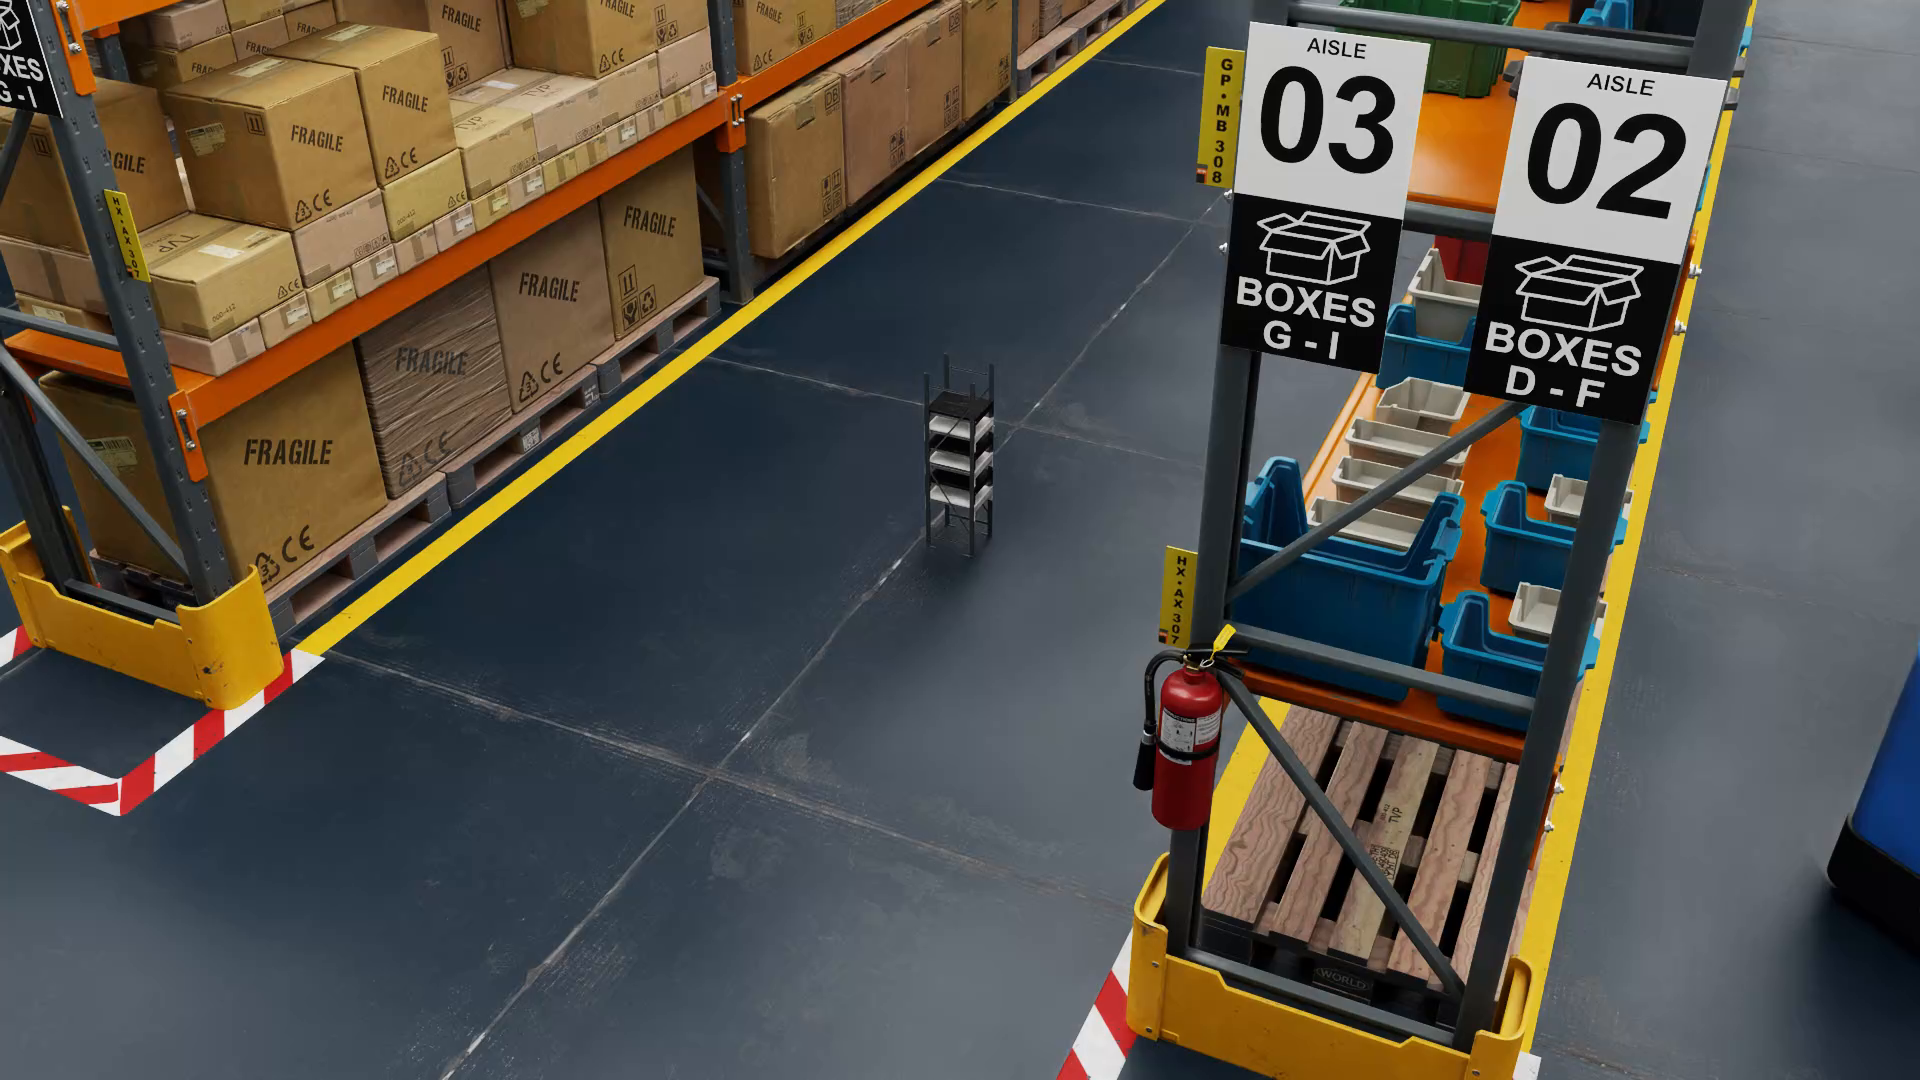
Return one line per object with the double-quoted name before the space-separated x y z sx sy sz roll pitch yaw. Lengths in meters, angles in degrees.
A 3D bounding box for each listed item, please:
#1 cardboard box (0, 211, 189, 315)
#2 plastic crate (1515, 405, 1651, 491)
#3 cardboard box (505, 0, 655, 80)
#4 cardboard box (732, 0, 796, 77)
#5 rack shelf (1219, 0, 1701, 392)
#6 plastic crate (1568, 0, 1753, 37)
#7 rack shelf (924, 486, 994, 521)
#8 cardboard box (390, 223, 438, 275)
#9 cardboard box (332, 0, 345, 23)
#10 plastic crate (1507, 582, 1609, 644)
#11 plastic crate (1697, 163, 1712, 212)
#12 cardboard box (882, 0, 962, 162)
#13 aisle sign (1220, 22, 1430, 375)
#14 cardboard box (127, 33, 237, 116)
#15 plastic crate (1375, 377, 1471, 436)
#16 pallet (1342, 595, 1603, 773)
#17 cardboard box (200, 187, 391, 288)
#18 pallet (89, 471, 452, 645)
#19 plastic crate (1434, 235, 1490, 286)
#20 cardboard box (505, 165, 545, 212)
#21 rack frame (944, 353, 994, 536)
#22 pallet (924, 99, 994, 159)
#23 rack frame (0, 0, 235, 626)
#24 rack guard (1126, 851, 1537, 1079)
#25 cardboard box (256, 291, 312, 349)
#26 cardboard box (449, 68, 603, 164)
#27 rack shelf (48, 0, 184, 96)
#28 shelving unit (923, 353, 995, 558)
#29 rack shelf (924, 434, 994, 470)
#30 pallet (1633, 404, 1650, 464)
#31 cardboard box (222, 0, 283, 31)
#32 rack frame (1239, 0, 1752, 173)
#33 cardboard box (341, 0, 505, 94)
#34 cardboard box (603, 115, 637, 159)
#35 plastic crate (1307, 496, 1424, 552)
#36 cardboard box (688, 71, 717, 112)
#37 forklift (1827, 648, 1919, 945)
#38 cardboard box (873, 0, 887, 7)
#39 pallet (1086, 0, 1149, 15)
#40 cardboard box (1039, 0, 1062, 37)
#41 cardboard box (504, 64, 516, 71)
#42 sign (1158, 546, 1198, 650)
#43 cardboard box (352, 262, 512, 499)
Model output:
"cardboard box" -3.421 -1.150 6.633 0.500 0.250 0.500 14 36 20
"plastic crate" 2.069 -0.308 5.582 0.416 0.233 0.300 14 36 20
"cardboard box" -1.872 -2.614 8.183 0.500 0.500 0.500 15 36 21
"cardboard box" -1.290 -2.992 9.486 0.500 0.500 0.500 14 36 21
"rack shelf" 1.952 -1.599 5.374 1.077 0.370 4.000 14 36 20
"plastic crate" 2.005 -1.576 4.739 0.504 0.338 0.767 14 36 20
"rack shelf" -0.003 -0.194 7.614 0.258 0.077 0.200 14 36 20
"cardboard box" -2.506 -1.294 7.217 0.380 0.149 0.250 13 36 20
"cardboard box" -4.964 -4.176 13.280 0.500 0.500 0.500 13 35 18
"plastic crate" 1.727 0.247 4.823 0.250 0.136 0.298 14 36 20
"plastic crate" 2.904 -1.349 7.032 0.392 0.384 0.575 14 36 20
"cardboard box" -0.723 -3.276 11.565 1.225 0.875 0.875 14 36 21
"aisle sign" 0.820 -0.768 3.815 0.394 0.787 0.004 14 36 20
"cardboard box" -5.622 -3.404 12.102 0.500 0.500 0.500 16 36 22
"plastic crate" 1.628 -0.449 5.885 0.298 0.136 0.250 14 36 20
"pallet" 2.008 0.509 6.781 1.003 0.211 1.213 14 36 20
"cardboard box" -2.725 -1.285 6.840 0.500 0.250 0.500 14 36 20
"pallet" -3.119 -0.036 7.612 1.003 0.211 1.213 14 36 20
"plastic crate" 2.188 -1.306 6.894 0.402 0.464 0.583 14 36 20
"cardboard box" -2.184 -1.679 7.805 0.380 0.149 0.250 15 36 21
"rack frame" 0.039 -0.423 7.574 0.240 0.900 0.006 14 36 20
"pallet" -0.434 -3.229 12.481 1.003 0.211 1.213 14 36 20
"rack frame" -3.383 -0.786 6.213 1.000 3.000 0.127 14 36 20
"rack guard" 1.117 1.411 5.143 1.175 0.500 0.348 14 36 20
"cardboard box" -2.829 -0.910 6.631 0.380 0.149 0.250 14 36 20
"cardboard box" -2.083 -2.047 8.002 0.500 0.250 0.500 15 36 21
"rack shelf" -2.546 -2.735 7.107 1.077 0.370 4.000 14 36 20
"shelving unit" -0.003 -0.372 7.497 0.258 0.900 0.210 14 36 20
"rack shelf" -0.003 -0.420 7.466 0.258 0.077 0.200 14 36 20
"pallet" 3.150 -0.850 8.854 1.003 0.211 1.213 14 36 20
"cardboard box" -5.402 -3.983 12.302 0.500 0.250 0.500 15 36 22
"rack frame" 1.116 -2.158 2.835 1.000 3.000 0.127 14 36 20
"cardboard box" -2.569 -2.470 7.963 0.500 0.500 0.500 13 35 19
"cardboard box" -1.862 -2.062 8.388 0.380 0.149 0.250 15 36 21
"plastic crate" 1.292 -0.012 5.219 0.396 0.136 0.243 14 36 20
"cardboard box" -1.539 -2.446 8.974 0.380 0.149 0.250 14 36 21
"forklift" 4.571 -0.174 5.343 3.031 2.935 1.130 -18 37 -25
"cardboard box" -0.659 -3.750 10.642 0.500 0.500 0.500 15 36 21
"pallet" 1.313 -5.208 15.500 1.003 0.211 1.213 14 36 20
"cardboard box" 0.447 -4.526 13.796 0.700 0.500 0.500 11 35 17
"cardboard box" -2.357 -2.419 8.569 0.500 0.250 0.500 14 36 20
"sign" 0.609 0.164 4.615 0.100 0.325 0.005 14 36 20
"cardboard box" -2.807 -0.863 7.886 0.875 0.875 0.875 14 36 20
